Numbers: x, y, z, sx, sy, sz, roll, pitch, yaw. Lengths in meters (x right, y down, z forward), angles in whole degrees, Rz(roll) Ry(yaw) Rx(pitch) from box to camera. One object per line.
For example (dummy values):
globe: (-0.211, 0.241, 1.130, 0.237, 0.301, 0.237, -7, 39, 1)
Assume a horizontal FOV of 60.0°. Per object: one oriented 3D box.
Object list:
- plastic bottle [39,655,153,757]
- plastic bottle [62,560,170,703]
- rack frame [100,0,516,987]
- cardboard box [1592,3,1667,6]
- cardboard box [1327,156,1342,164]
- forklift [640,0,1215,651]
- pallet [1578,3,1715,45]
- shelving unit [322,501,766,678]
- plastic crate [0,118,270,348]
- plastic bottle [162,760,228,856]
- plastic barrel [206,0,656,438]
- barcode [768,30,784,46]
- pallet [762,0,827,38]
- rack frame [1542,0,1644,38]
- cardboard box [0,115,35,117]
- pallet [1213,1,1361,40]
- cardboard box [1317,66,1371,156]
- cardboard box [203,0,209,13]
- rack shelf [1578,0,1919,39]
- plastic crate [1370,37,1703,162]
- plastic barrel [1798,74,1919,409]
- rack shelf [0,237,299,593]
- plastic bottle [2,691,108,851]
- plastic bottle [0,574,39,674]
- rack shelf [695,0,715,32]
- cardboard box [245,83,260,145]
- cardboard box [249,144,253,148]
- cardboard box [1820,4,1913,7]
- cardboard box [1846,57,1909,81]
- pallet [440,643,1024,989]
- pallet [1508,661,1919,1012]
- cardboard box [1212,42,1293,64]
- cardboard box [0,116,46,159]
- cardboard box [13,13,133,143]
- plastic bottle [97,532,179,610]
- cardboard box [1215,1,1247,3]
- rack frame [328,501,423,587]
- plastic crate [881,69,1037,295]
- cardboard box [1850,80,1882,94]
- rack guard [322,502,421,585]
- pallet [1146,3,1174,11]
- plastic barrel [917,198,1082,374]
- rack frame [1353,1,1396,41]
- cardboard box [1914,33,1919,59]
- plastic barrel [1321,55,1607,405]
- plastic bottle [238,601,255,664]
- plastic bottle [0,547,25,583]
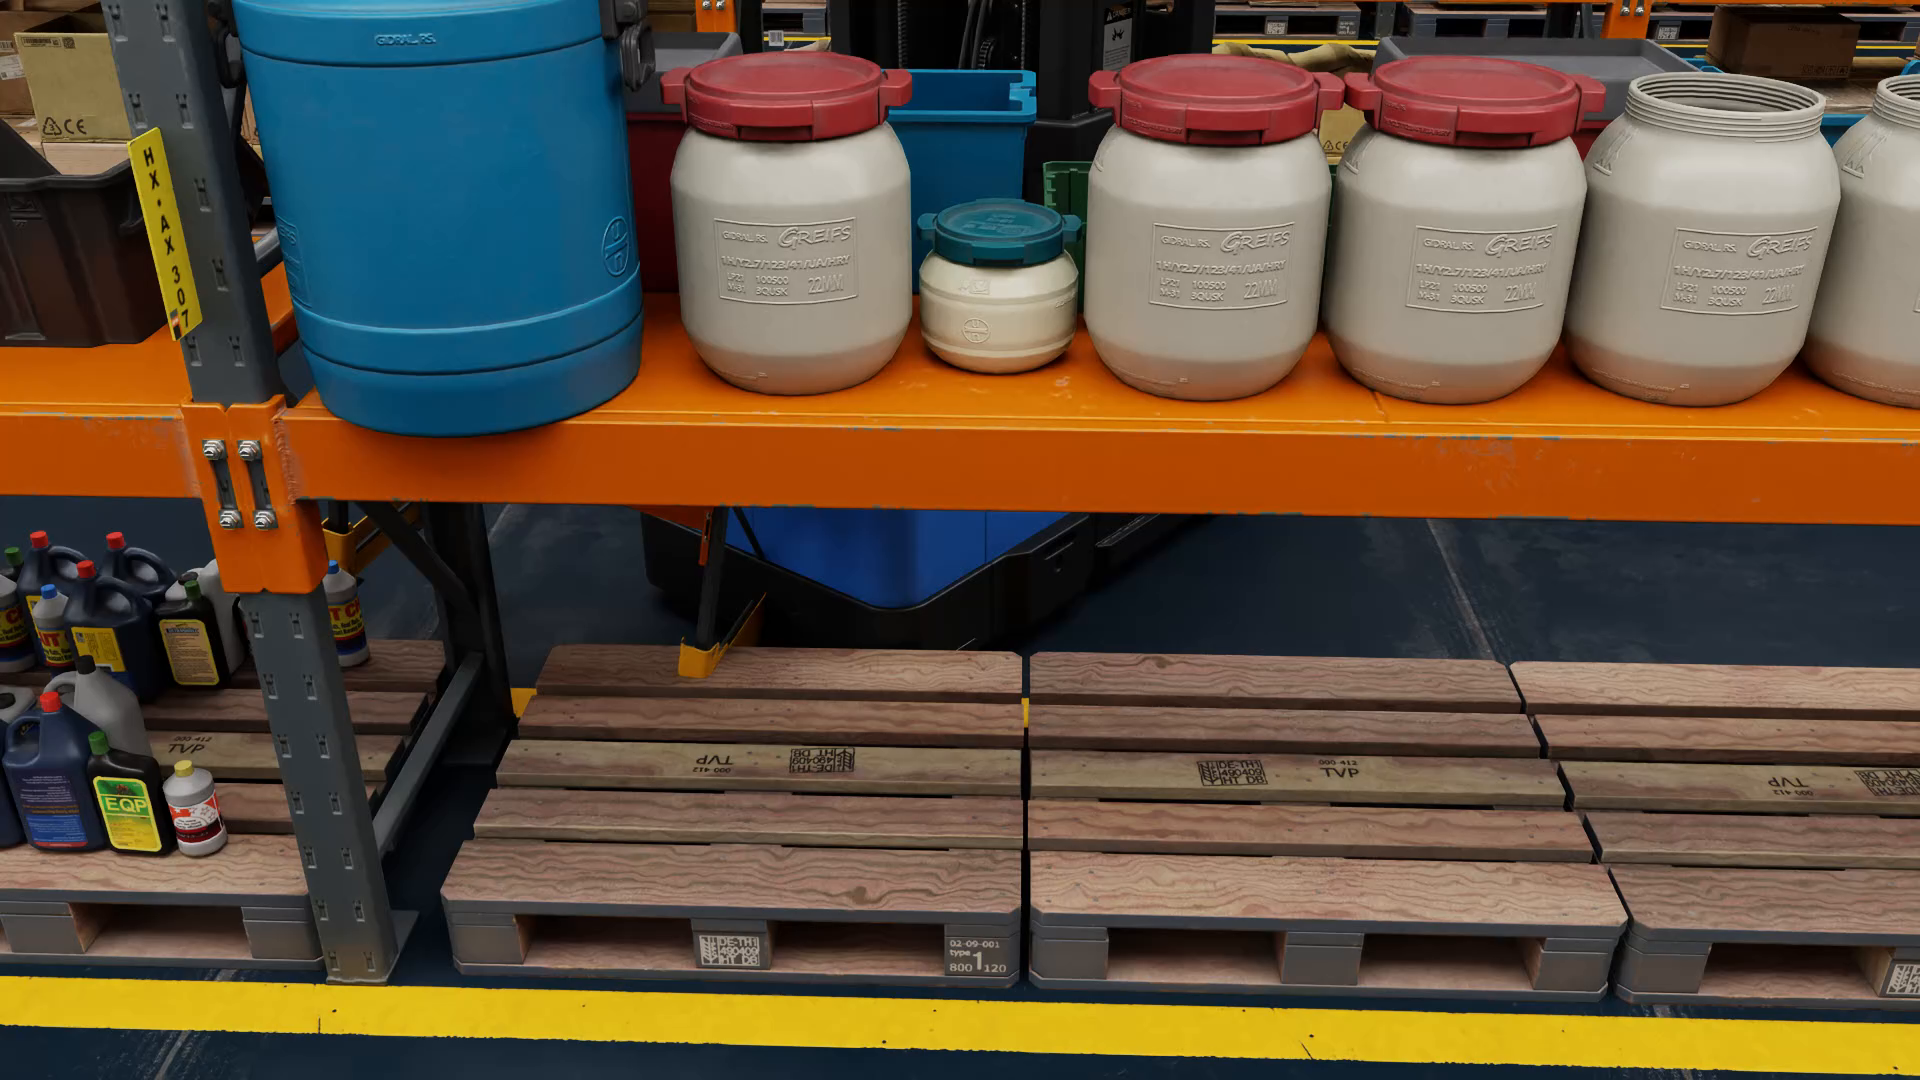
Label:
plastic bottle: (-1.895, 0.409, 3.635, 0.185, 0.351, 0.144, 1, 28, 2)
plastic bottle: (-2.043, 0.212, 4.006, 0.185, 0.351, 0.144, 1, 28, 2)
rack frame: (-1.246, -0.624, 3.225, 0.127, 3.000, 1.000, 1, 28, 2)
cardboard box: (4.707, -4.340, 12.081, 0.750, 0.750, 0.750, 1, 28, 2)
cardboard box: (1.880, -1.748, 7.833, 0.500, 0.250, 0.500, 1, 28, 1)
forklift: (0.395, -1.522, 4.992, 1.130, 2.935, 3.031, 21, 34, 34)
pallet: (5.102, -3.893, 12.369, 1.213, 0.211, 1.003, 1, 28, 2)
shelving unit: (-0.965, -0.428, 4.151, 1.083, 1.500, 0.587, 17, 33, 7)
plastic crate: (-1.765, -0.665, 3.368, 0.504, 0.338, 0.767, 1, 28, 2)
plastic bottle: (-1.620, 0.558, 3.513, 0.097, 0.201, 0.097, 0, 28, 0)
plastic barrel: (-0.871, -0.697, 2.828, 0.708, 0.901, 0.600, 1, 28, 2)
barcode: (-0.827, -2.258, 7.480, 0.075, 0.075, 0.001, 1, 28, 2)
pallet: (-1.569, -4.024, 12.615, 1.213, 0.211, 1.003, 1, 28, 2)
rack frame: (2.930, -2.876, 7.474, 0.127, 3.000, 1.000, 1, 28, 2)
cardboard box: (-4.519, -2.109, 8.513, 0.500, 0.250, 0.500, 1, 28, 2)
pallet: (2.320, -3.977, 12.526, 1.213, 0.211, 1.003, 1, 28, 2)
cardboard box: (1.878, -1.994, 7.697, 0.500, 0.311, 0.500, 1, 28, 1)
cardboard box: (-3.519, -2.431, 8.321, 0.500, 0.500, 0.500, 1, 28, 2)
rack shelf: (4.929, -2.526, 7.580, 4.000, 0.370, 1.077, 1, 28, 2)
plastic crate: (1.147, -0.756, 3.405, 0.583, 0.464, 0.402, 1, 28, 2)
plastic barrel: (1.716, -0.524, 2.917, 0.421, 0.512, 0.421, 0, 28, 0)
rack shelf: (-3.245, -0.339, 3.455, 4.000, 0.370, 1.077, 1, 28, 2)
plastic bottle: (-1.900, 0.476, 3.508, 0.185, 0.351, 0.144, 0, 28, 0)
plastic bottle: (-2.375, 0.191, 4.130, 0.097, 0.271, 0.097, 0, 28, 0)
rack shelf: (-3.066, -2.658, 7.829, 4.000, 0.370, 1.077, 1, 28, 2)
cardboard box: (-3.038, -2.172, 7.831, 0.500, 0.500, 0.500, 1, 28, 2)
cardboard box: (-3.537, -1.851, 8.027, 0.500, 0.250, 0.500, 1, 28, 2)
cardboard box: (6.444, -4.315, 12.034, 0.750, 0.750, 0.750, 1, 28, 2)
cardboard box: (4.390, -2.052, 8.118, 0.500, 0.500, 0.500, 0, 28, 0)
pallet: (-0.460, 0.603, 3.888, 1.213, 0.211, 1.003, 1, 28, 2)
pallet: (1.979, 0.643, 3.811, 1.213, 0.211, 1.003, 1, 28, 2)
cardboard box: (1.382, -2.255, 8.190, 0.500, 0.311, 0.500, 0, 28, 0)
cardboard box: (-4.537, -1.866, 8.055, 0.500, 0.250, 0.500, 1, 28, 2)
cardboard box: (-4.037, -2.190, 7.866, 0.500, 0.500, 0.500, 1, 28, 2)
plastic bottle: (-2.038, 0.144, 4.134, 0.185, 0.351, 0.144, 2, 28, 3)
cardboard box: (1.869, -4.336, 12.425, 0.500, 0.500, 0.700, 1, 28, 2)
rack frame: (-1.455, -0.579, 4.215, 0.032, 1.500, 0.500, 17, 33, 7)
plastic crate: (-0.133, -0.744, 3.469, 0.575, 0.384, 0.392, 1, 28, 2)
cardboard box: (4.399, -1.808, 7.658, 0.500, 0.500, 0.500, 1, 28, 1)
rack guard: (-1.550, -0.058, 4.549, 0.087, 0.250, 0.587, 17, 33, 7)
pallet: (1.104, -3.998, 12.567, 1.213, 0.211, 1.003, 1, 28, 2)
plastic barrel: (0.071, -0.469, 3.080, 0.301, 0.262, 0.301, 0, 28, 0)
rack frame: (3.101, -5.195, 11.848, 0.127, 3.000, 1.000, 1, 28, 2)
cardboard box: (4.952, -2.378, 7.932, 0.500, 0.250, 0.500, 0, 28, 1)
plastic barrel: (0.868, -0.546, 2.933, 0.433, 0.535, 0.433, 0, 28, 0)
plastic bottle: (-1.752, 0.204, 4.180, 0.097, 0.201, 0.097, 0, 28, 0)
plastic bottle: (-2.390, 0.149, 4.197, 0.133, 0.283, 0.061, 2, 28, 4)
